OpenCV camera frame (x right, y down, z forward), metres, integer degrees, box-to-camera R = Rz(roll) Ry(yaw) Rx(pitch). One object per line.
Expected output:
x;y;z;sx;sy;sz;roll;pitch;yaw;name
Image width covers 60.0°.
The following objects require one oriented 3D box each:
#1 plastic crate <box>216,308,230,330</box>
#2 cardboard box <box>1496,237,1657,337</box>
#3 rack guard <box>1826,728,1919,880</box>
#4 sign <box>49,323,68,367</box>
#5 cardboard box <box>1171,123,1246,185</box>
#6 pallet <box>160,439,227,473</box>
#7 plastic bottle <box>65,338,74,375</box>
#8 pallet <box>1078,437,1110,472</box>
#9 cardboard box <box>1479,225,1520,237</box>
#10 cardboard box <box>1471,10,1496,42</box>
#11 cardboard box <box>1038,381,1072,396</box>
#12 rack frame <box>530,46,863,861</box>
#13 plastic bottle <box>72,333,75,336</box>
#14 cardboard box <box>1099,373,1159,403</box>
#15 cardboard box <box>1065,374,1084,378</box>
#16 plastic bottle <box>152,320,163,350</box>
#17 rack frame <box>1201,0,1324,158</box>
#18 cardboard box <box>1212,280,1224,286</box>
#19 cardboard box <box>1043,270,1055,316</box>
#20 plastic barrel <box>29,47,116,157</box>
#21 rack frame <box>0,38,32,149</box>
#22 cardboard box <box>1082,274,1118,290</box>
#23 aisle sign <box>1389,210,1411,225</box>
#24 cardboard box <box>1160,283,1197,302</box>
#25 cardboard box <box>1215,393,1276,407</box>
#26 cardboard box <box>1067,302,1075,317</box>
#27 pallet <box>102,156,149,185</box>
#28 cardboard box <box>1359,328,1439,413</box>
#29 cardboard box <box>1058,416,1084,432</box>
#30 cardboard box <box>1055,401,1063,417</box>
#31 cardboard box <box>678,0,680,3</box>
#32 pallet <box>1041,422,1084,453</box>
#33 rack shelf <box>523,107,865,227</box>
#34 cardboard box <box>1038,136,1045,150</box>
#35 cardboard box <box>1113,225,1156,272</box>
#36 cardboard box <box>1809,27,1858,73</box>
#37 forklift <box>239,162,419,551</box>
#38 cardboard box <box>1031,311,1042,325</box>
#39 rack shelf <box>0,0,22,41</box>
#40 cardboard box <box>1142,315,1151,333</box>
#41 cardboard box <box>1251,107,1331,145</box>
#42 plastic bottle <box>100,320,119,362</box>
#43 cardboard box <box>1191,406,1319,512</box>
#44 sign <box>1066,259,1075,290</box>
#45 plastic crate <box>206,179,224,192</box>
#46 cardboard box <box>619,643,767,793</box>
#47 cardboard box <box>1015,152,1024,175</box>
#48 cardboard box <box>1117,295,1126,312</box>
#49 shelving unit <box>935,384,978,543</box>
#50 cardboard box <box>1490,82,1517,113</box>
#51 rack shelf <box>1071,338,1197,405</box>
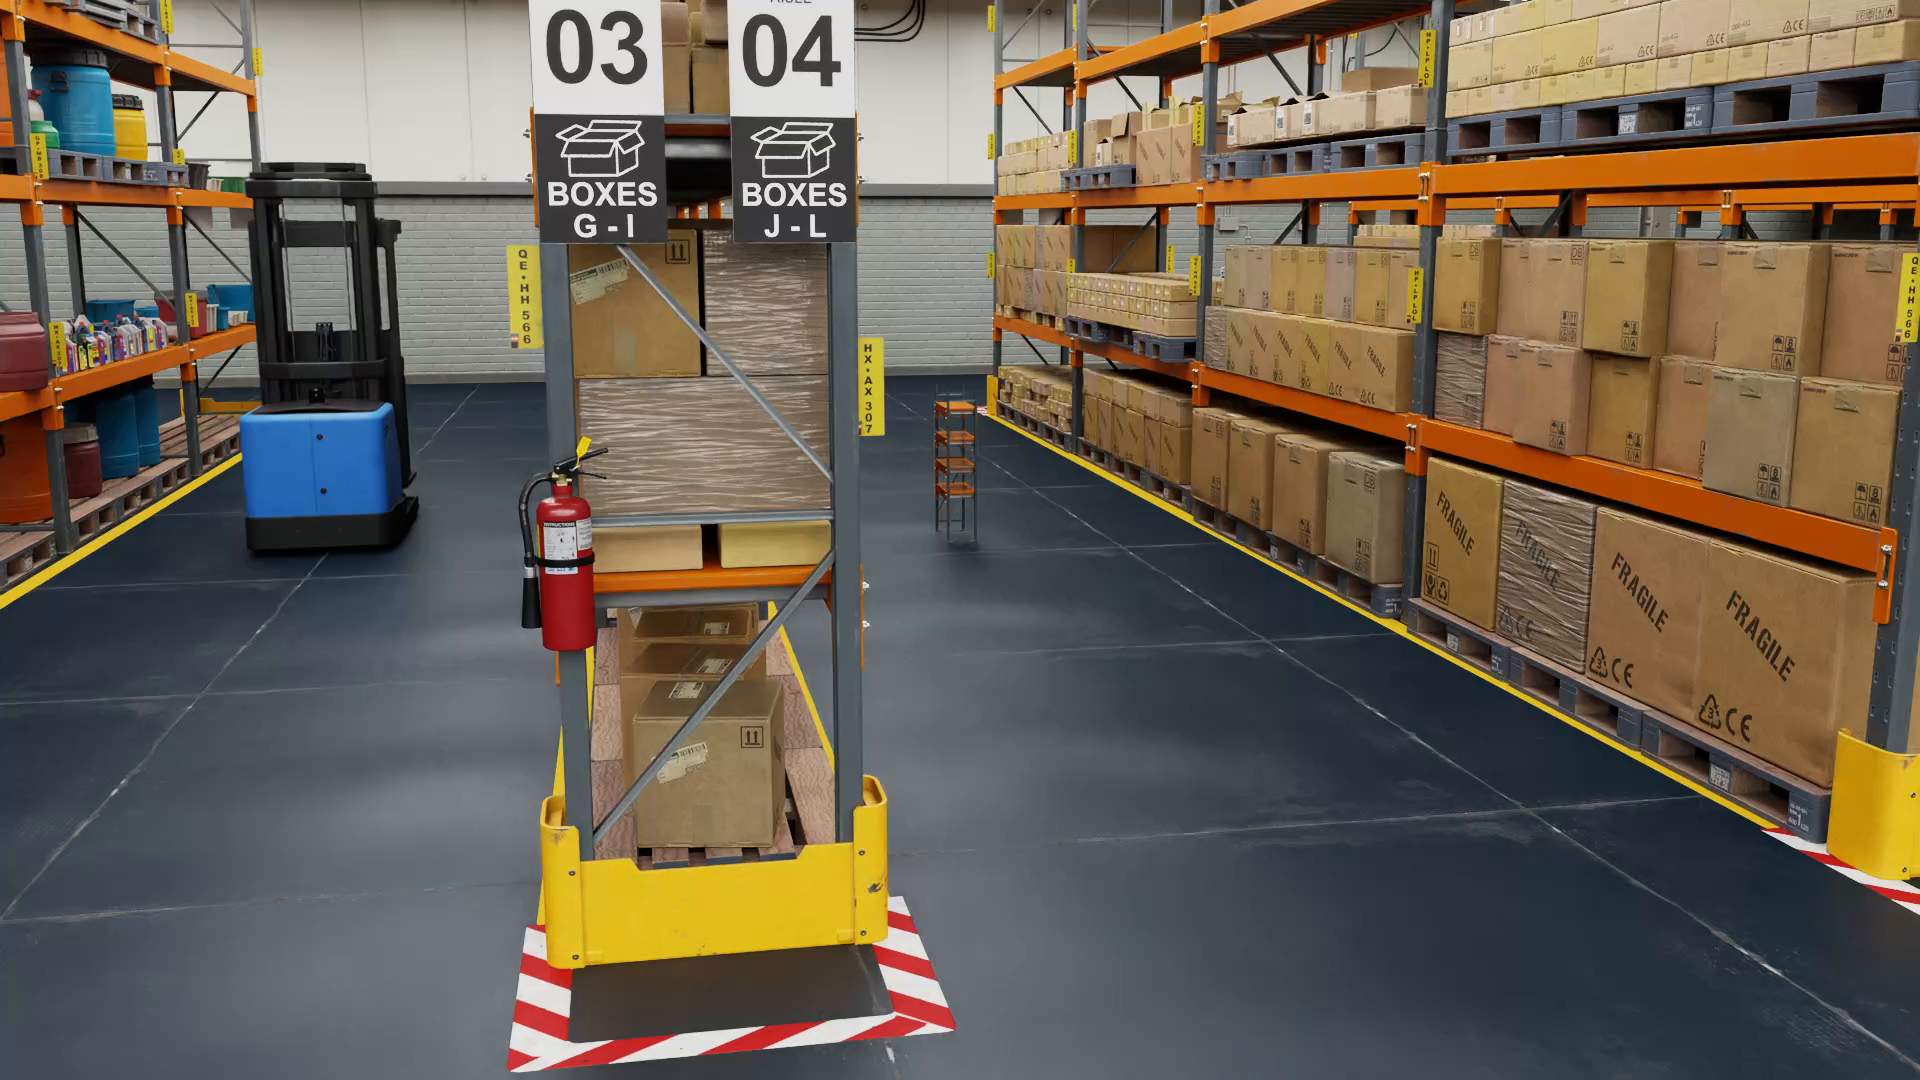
-8.155;-2.399;18.067;0.416;0.233;0.300;-2;11;-11;plastic crate
3.531;-1.399;9.236;0.875;0.550;0.550;-2;11;-11;cardboard box
4.054;1.005;6.577;1.175;0.500;0.348;-2;11;-11;rack guard
-6.711;-1.454;12.375;0.100;0.325;0.005;-2;11;-11;sign
2.133;-3.312;14.287;0.500;0.500;0.500;-2;11;-11;cardboard box
-8.209;-0.849;17.095;1.003;0.211;1.213;-2;11;-11;pallet
-7.036;-1.448;13.093;0.061;0.283;0.133;-2;11;-11;plastic bottle
1.868;-0.915;17.440;1.003;0.211;1.213;-2;11;-11;pallet
6.179;-3.530;19.045;0.380;0.149;0.250;-2;11;-12;cardboard box
3.060;-2.832;9.179;0.380;0.149;0.250;-2;11;-11;cardboard box
1.130;-1.769;19.380;0.380;0.149;0.250;-3;11;-14;cardboard box
-0.835;-0.065;5.516;1.000;3.000;0.127;-2;11;-11;rack frame
-8.121;-1.830;15.322;0.097;0.201;0.097;0;11;0;plastic bottle
1.706;-1.532;16.779;0.500;0.250;0.500;-2;11;-9;cardboard box
1.494;-1.931;20.230;0.380;0.149;0.250;-3;11;-13;cardboard box
-7.544;-1.927;15.611;0.061;0.283;0.133;-2;11;-11;plastic bottle
2.494;-4.641;13.514;1.000;3.000;0.127;-2;11;-11;rack frame
2.445;-2.304;15.237;0.380;0.149;0.250;-3;11;-13;cardboard box
1.245;-2.797;18.805;0.500;0.500;0.500;-2;11;-13;cardboard box
-7.546;-3.704;14.151;0.600;0.901;0.708;-2;11;-11;plastic barrel
-7.250;-4.299;11.717;1.000;3.000;0.127;-2;11;-11;rack frame
1.448;-2.616;16.875;0.380;0.149;0.250;-2;11;-11;cardboard box
6.064;-4.661;22.712;0.394;0.787;0.004;-2;11;-11;aisle sign
1.949;-2.142;14.388;0.380;0.149;0.250;-3;11;-13;cardboard box
2.597;-1.176;14.910;0.500;0.250;0.500;-3;11;-14;cardboard box
1.341;-2.422;17.446;0.380;0.149;0.250;-3;11;-14;cardboard box
-7.556;-3.118;14.041;1.003;0.211;1.213;-2;11;-11;pallet
2.908;-1.096;10.663;0.500;0.500;0.500;-2;11;-11;cardboard box
1.305;-1.293;18.469;0.380;0.149;0.250;-2;11;-10;cardboard box
1.278;-1.475;18.630;0.380;0.149;0.250;-3;11;-14;cardboard box
-1.276;-2.640;8.621;0.500;0.500;0.500;-2;11;-13;cardboard box
1.550;-1.180;18.830;1.003;0.211;1.213;-2;11;-11;pallet
-1.224;-1.552;7.230;1.077;0.370;4.000;-2;11;-11;rack shelf
1.110;-4.553;19.069;0.380;0.149;0.250;-2;11;-11;cardboard box
1.867;-3.206;18.280;0.500;0.500;0.500;-2;11;-10;cardboard box
3.604;-1.927;6.559;0.380;0.149;0.250;-2;11;-11;cardboard box
-5.159;-1.590;13.711;1.130;2.935;3.031;-2;11;-13;forklift
1.056;-2.632;19.676;0.380;0.149;0.250;-2;11;-10;cardboard box
-6.861;-3.383;9.895;1.077;0.370;4.000;-2;11;-11;rack shelf
1.850;-1.944;14.934;0.380;0.149;0.250;-2;11;-10;cardboard box
2.516;-3.117;12.538;0.500;0.250;0.500;-2;11;-9;cardboard box
-7.314;-1.703;14.253;0.144;0.351;0.185;-2;11;-11;plastic bottle
2.524;-0.680;13.642;1.050;0.750;0.750;-2;11;-12;cardboard box
1.185;-2.832;17.737;0.100;0.325;0.005;-2;11;-11;sign
-8.160;-3.793;17.788;0.437;0.136;0.530;-2;11;-11;plastic crate
-1.090;0.733;6.885;0.500;0.500;0.500;1;11;4;cardboard box
0.957;-4.528;20.006;0.500;0.250;0.500;-2;11;-10;cardboard box
1.698;-2.234;15.663;0.380;0.149;0.250;-2;11;-10;cardboard box
-0.032;-0.620;13.244;0.258;1.200;0.503;-2;11;-11;shelving unit
3.108;-2.394;9.009;0.380;0.149;0.250;-2;11;-11;cardboard box
2.105;-1.708;16.069;1.077;0.370;4.000;-2;11;-11;rack shelf
